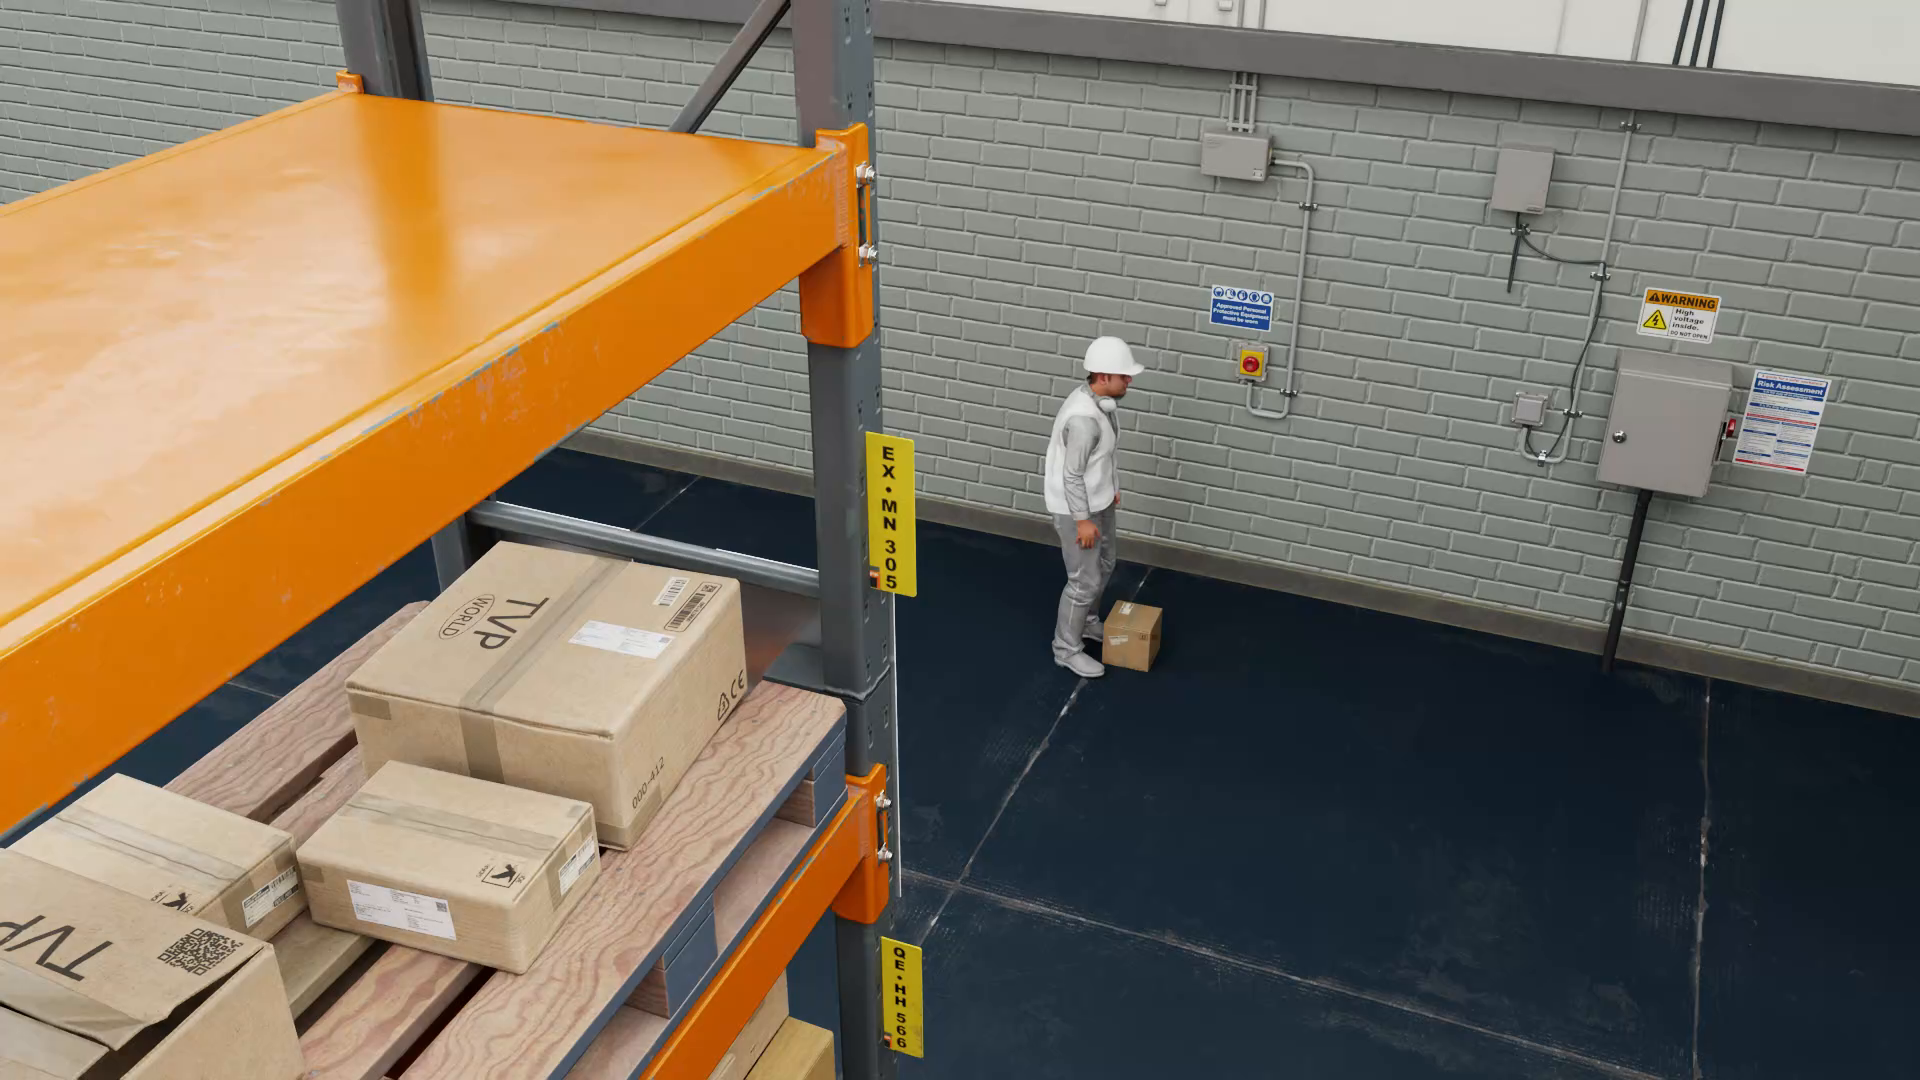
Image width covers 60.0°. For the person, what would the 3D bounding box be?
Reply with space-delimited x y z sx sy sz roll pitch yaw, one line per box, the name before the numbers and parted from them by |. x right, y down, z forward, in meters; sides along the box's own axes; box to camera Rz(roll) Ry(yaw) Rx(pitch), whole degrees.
person | 0.665 -0.201 8.457 0.459 1.770 0.591 10 31 17
